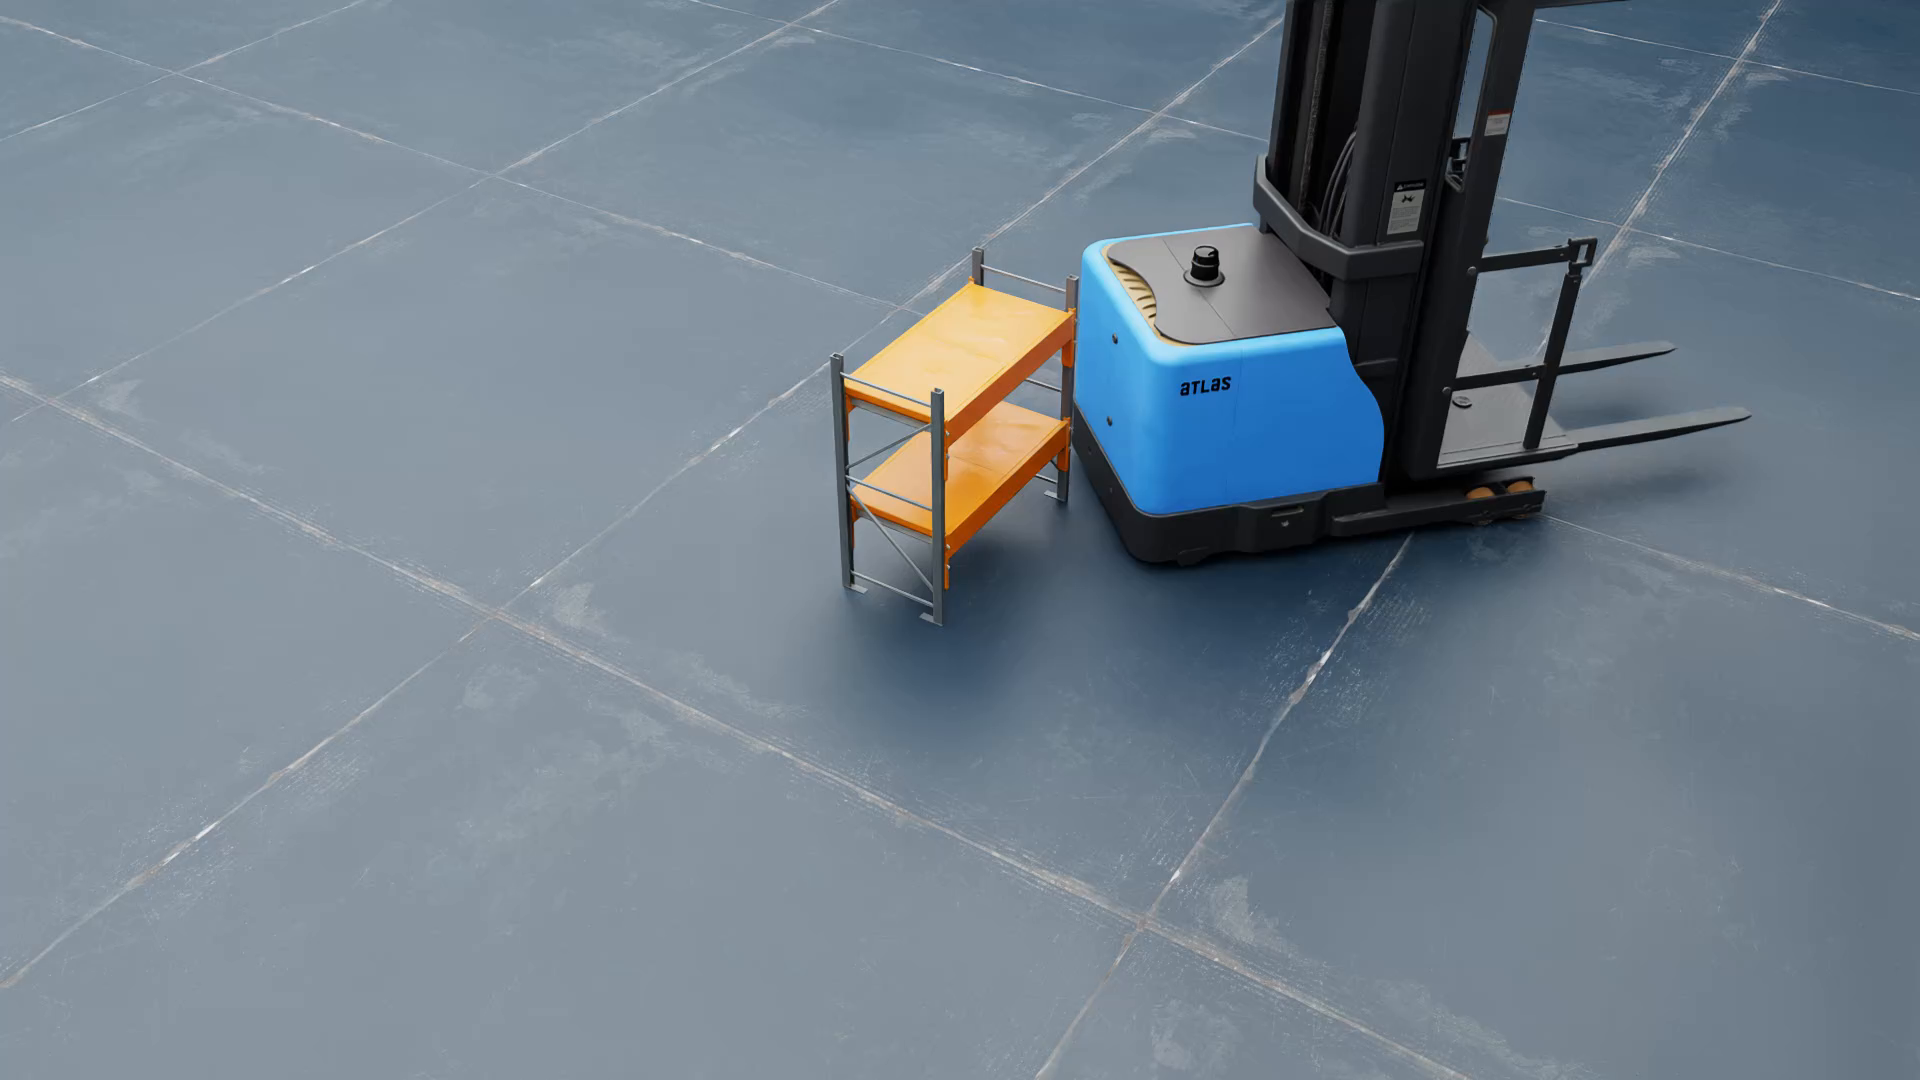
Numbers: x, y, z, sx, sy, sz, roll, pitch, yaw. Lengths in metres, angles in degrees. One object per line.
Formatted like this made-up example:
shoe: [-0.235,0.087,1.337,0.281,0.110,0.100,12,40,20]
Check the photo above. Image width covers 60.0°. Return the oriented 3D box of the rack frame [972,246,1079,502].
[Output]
rack frame: [0.269,-0.704,7.242,0.500,1.125,0.032,21,42,25]

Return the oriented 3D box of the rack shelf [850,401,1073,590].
rack shelf: [-0.004,-0.248,7.051,0.538,0.278,1.000,21,42,25]

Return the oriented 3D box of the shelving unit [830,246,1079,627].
shelving unit: [-0.004,-0.442,6.902,0.538,1.125,1.048,21,42,25]

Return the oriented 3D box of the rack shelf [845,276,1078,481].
rack shelf: [-0.004,-0.674,6.723,0.538,0.278,1.000,21,42,25]

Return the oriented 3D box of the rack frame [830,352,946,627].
rack frame: [-0.276,-0.180,6.562,0.500,1.125,0.032,21,42,25]

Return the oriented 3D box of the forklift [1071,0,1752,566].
forklift: [2.087,-1.530,6.834,3.031,2.935,1.130,-9,38,-11]
